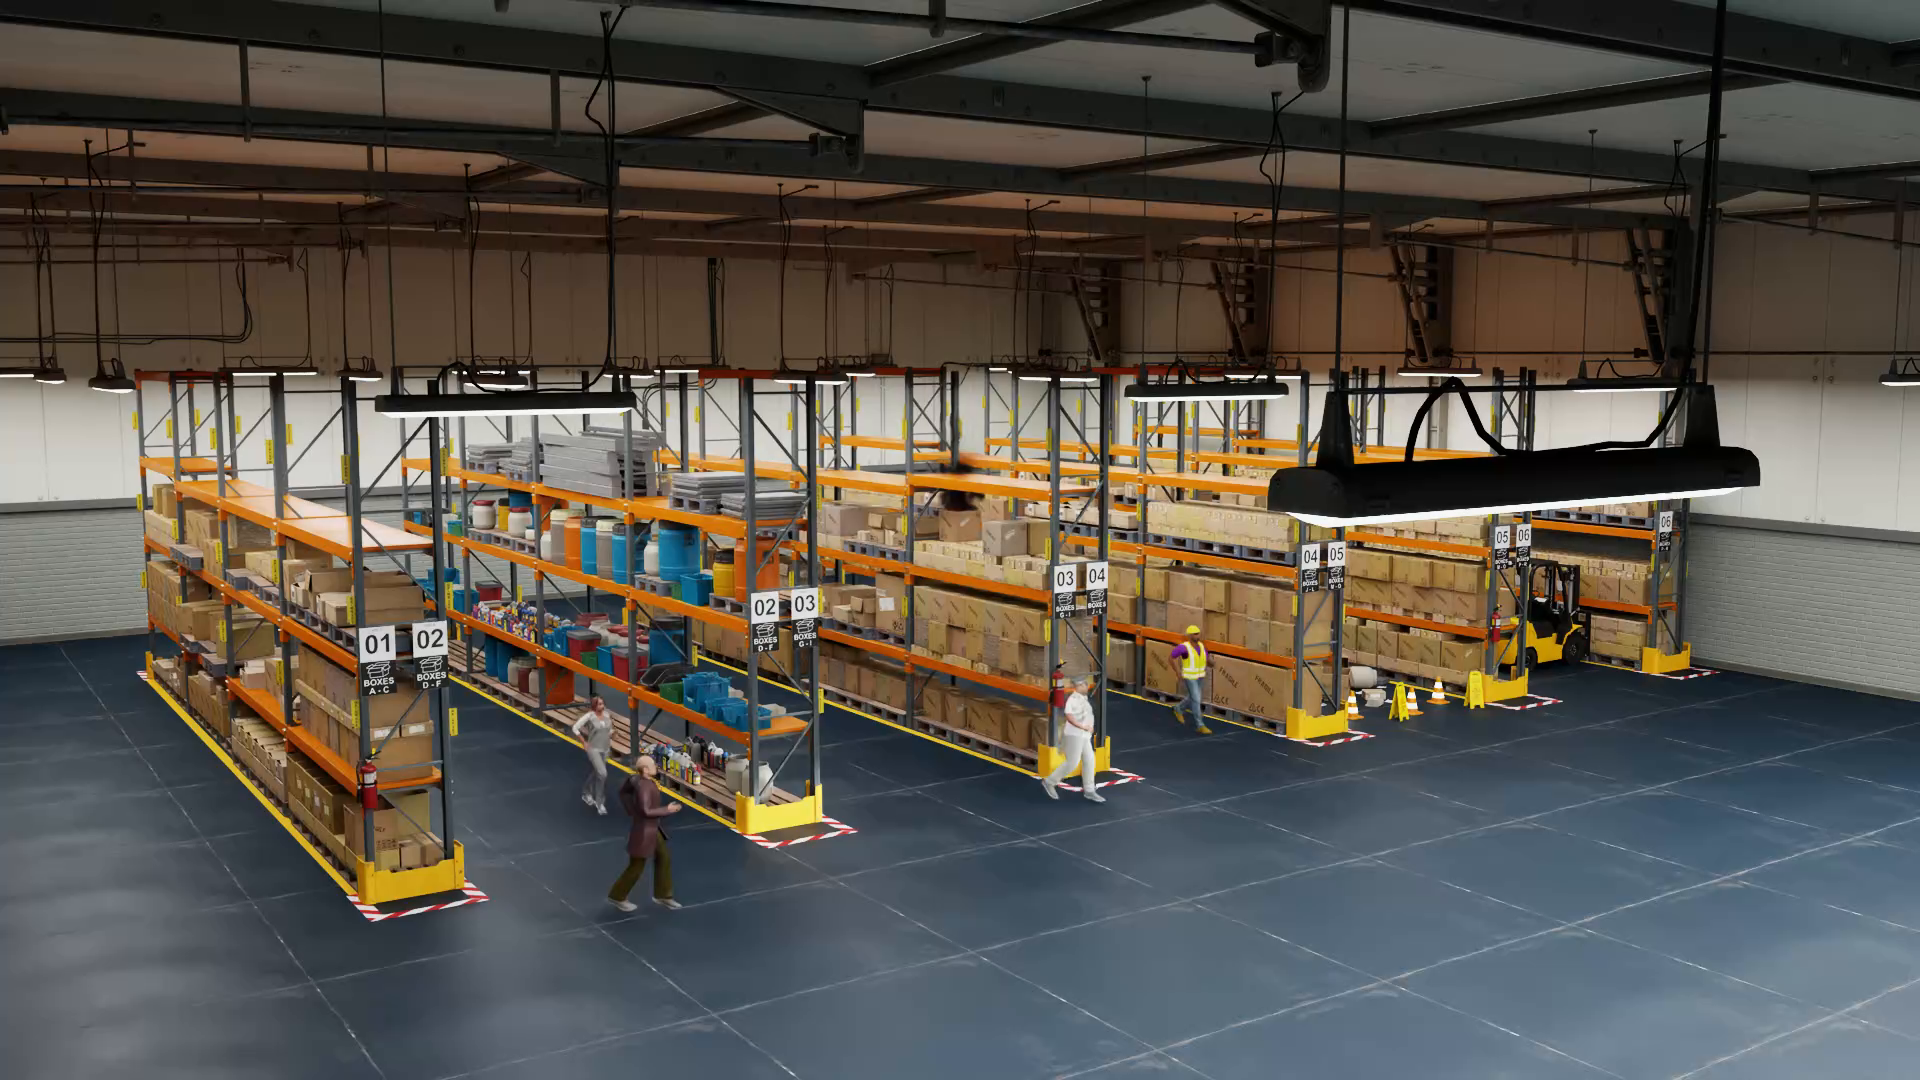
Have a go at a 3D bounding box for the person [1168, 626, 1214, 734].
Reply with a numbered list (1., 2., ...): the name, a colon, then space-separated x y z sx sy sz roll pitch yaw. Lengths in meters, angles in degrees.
1. person: 3.888 2.294 27.744 0.715 1.746 0.988 -5 8 -38

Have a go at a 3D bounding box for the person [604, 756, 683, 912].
1. person: -3.572 3.337 18.725 0.880 1.835 0.688 -1 6 -7

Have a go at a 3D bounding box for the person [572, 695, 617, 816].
1. person: -5.005 2.964 22.952 0.722 1.626 0.519 5 8 36

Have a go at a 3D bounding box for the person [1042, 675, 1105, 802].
1. person: 1.679 2.790 23.630 0.899 1.760 0.738 2 7 20
